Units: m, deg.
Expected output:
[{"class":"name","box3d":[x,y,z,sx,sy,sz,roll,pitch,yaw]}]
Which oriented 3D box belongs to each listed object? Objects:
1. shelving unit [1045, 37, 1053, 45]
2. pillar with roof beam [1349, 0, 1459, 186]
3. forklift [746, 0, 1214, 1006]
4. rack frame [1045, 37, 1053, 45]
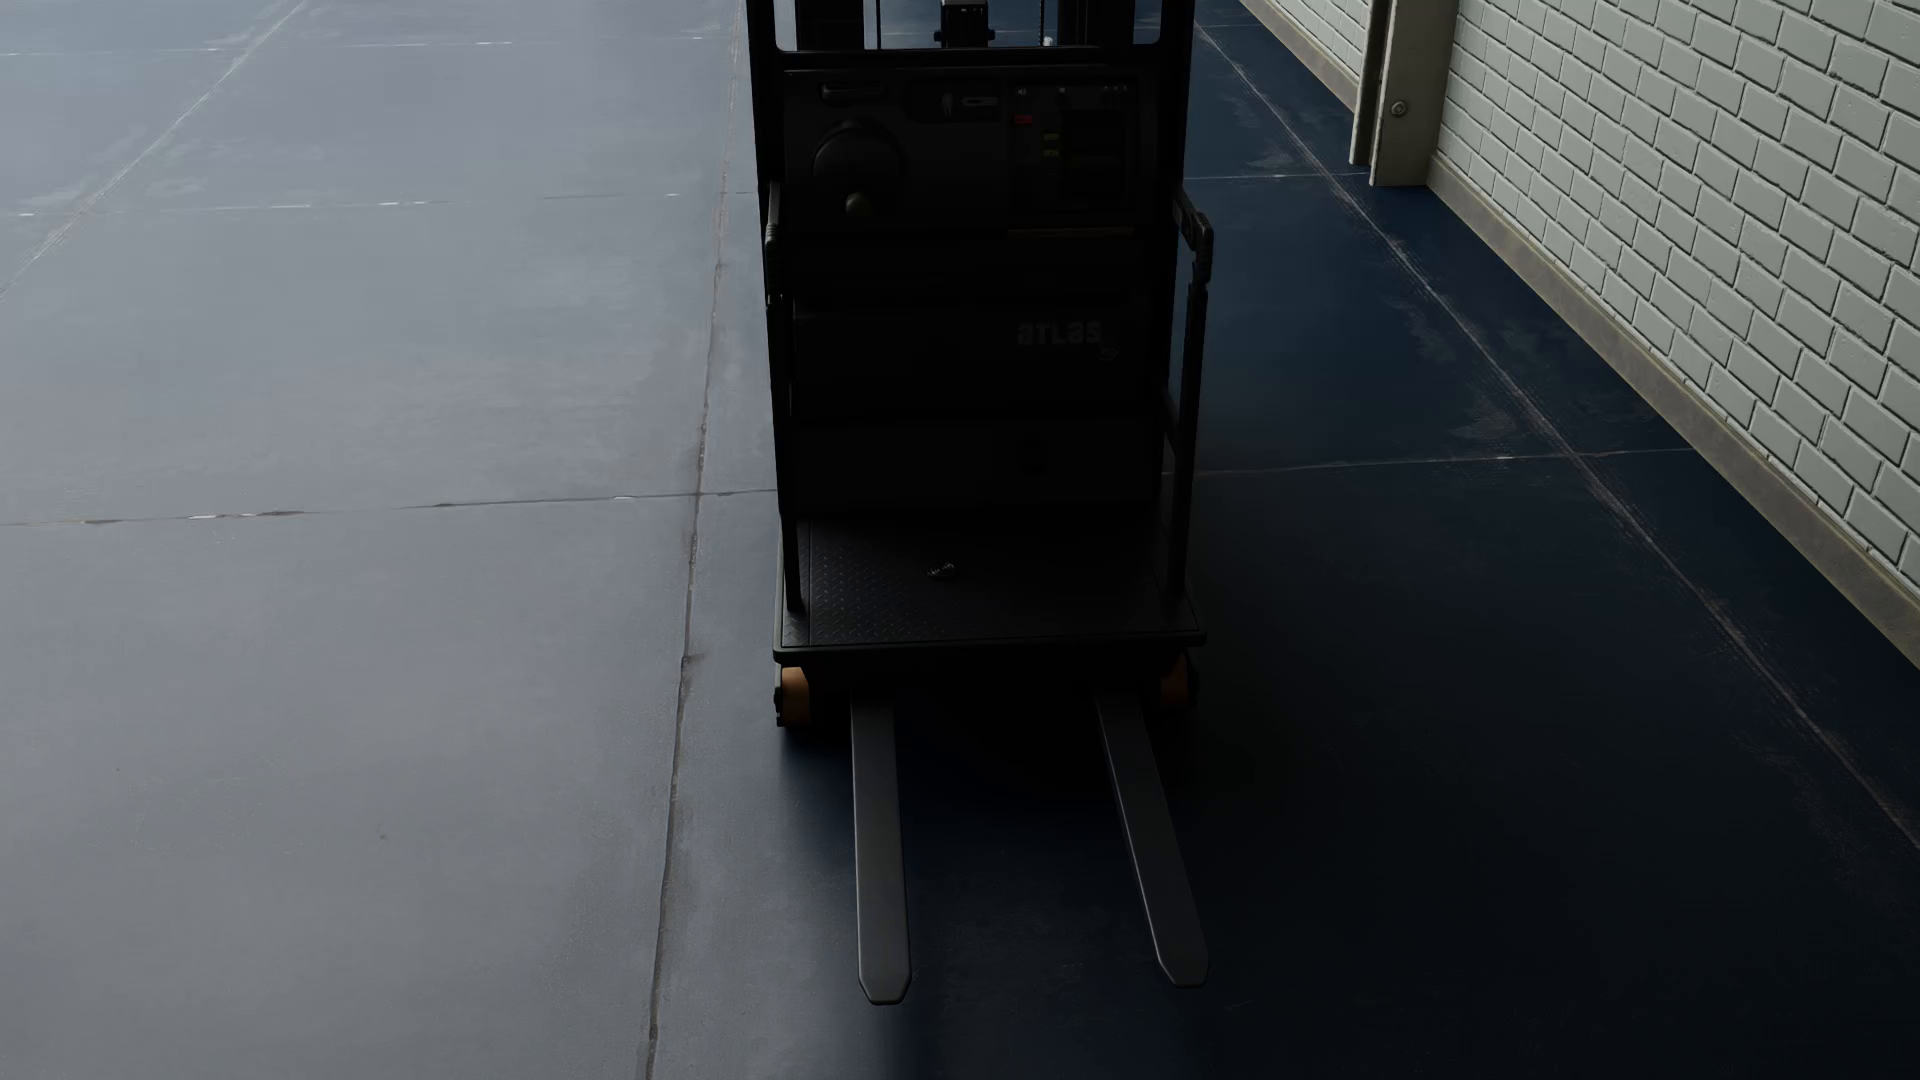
[{"class":"shelving unit","box3d":[0.227,-1.131,5.973,0.258,1.200,0.503,26,39,36]},{"class":"pillar with roof beam","box3d":[-2.130,-5.499,5.681,9.100,9.000,0.400,-3,31,-5]},{"class":"forklift","box3d":[0.046,-0.938,3.963,1.130,2.935,3.031,-2,31,-4]},{"class":"rack frame","box3d":[0.395,-1.222,6.125,0.240,1.200,0.015,26,39,36]}]
